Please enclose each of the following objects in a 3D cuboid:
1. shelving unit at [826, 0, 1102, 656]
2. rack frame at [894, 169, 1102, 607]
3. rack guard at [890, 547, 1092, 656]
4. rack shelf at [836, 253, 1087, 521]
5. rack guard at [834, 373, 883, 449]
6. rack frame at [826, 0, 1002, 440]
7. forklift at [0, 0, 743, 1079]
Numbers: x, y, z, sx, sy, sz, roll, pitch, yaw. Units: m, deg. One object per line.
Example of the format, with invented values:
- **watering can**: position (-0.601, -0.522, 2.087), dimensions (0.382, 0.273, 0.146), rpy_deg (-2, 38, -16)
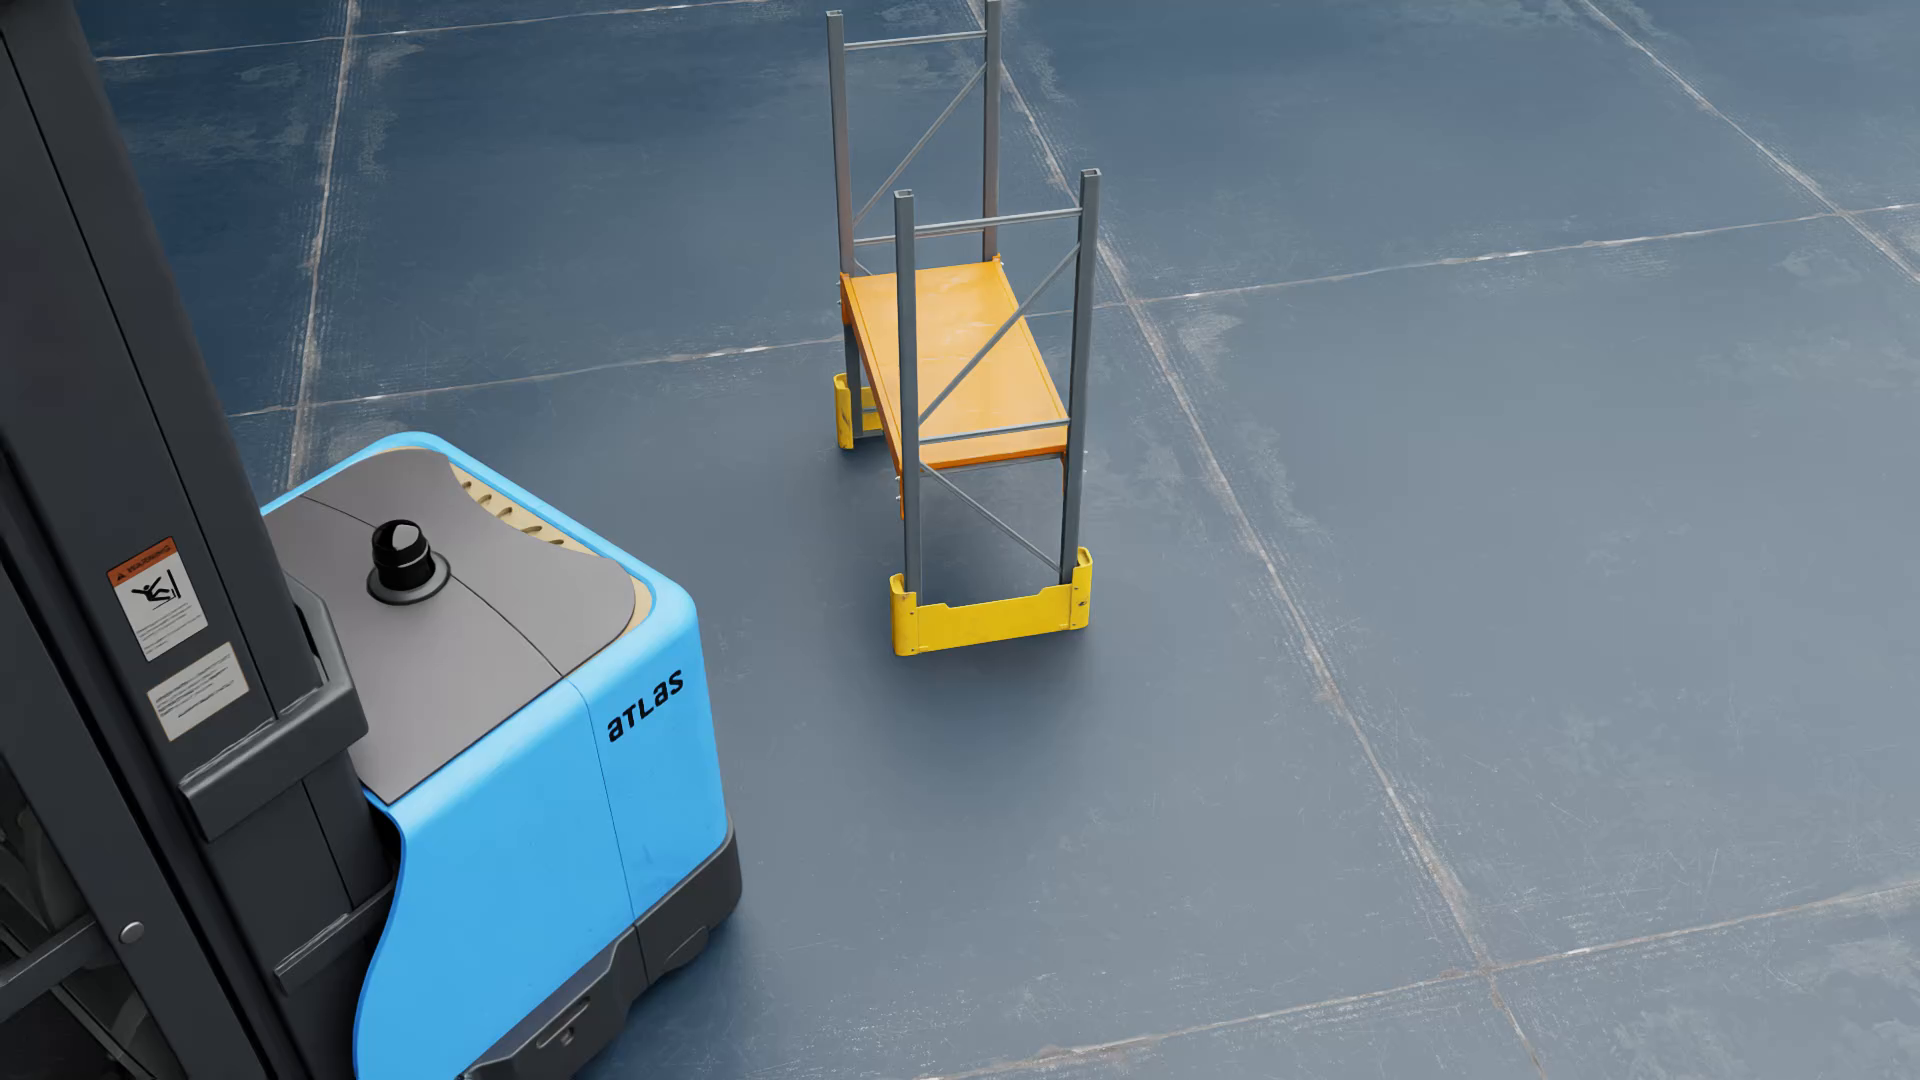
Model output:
- **shelving unit**: position (-0.016, -0.610, 4.808), dimensions (0.587, 1.500, 1.083), rpy_deg (-8, 42, -9)
- **rack frame**: position (0.091, -0.287, 4.443), dimensions (0.500, 1.500, 0.032), rpy_deg (-8, 42, -9)
- **rack guard**: position (0.091, 0.180, 4.859), dimensions (0.587, 0.250, 0.087), rpy_deg (-8, 42, -9)
- **rack shelf**: position (-0.018, -0.482, 4.934), dimensions (0.538, 0.185, 1.000), rpy_deg (-8, 42, -9)
- **rack guard**: position (-0.124, -0.466, 5.586), dimensions (0.587, 0.250, 0.087), rpy_deg (-8, 42, -9)
- **rack frame**: position (-0.128, -0.946, 5.186), dimensions (0.500, 1.500, 0.032), rpy_deg (-8, 42, -9)
- **forklift**: position (-1.861, 0.385, 2.608), dimensions (1.130, 2.935, 3.031), rpy_deg (28, 49, 28)
